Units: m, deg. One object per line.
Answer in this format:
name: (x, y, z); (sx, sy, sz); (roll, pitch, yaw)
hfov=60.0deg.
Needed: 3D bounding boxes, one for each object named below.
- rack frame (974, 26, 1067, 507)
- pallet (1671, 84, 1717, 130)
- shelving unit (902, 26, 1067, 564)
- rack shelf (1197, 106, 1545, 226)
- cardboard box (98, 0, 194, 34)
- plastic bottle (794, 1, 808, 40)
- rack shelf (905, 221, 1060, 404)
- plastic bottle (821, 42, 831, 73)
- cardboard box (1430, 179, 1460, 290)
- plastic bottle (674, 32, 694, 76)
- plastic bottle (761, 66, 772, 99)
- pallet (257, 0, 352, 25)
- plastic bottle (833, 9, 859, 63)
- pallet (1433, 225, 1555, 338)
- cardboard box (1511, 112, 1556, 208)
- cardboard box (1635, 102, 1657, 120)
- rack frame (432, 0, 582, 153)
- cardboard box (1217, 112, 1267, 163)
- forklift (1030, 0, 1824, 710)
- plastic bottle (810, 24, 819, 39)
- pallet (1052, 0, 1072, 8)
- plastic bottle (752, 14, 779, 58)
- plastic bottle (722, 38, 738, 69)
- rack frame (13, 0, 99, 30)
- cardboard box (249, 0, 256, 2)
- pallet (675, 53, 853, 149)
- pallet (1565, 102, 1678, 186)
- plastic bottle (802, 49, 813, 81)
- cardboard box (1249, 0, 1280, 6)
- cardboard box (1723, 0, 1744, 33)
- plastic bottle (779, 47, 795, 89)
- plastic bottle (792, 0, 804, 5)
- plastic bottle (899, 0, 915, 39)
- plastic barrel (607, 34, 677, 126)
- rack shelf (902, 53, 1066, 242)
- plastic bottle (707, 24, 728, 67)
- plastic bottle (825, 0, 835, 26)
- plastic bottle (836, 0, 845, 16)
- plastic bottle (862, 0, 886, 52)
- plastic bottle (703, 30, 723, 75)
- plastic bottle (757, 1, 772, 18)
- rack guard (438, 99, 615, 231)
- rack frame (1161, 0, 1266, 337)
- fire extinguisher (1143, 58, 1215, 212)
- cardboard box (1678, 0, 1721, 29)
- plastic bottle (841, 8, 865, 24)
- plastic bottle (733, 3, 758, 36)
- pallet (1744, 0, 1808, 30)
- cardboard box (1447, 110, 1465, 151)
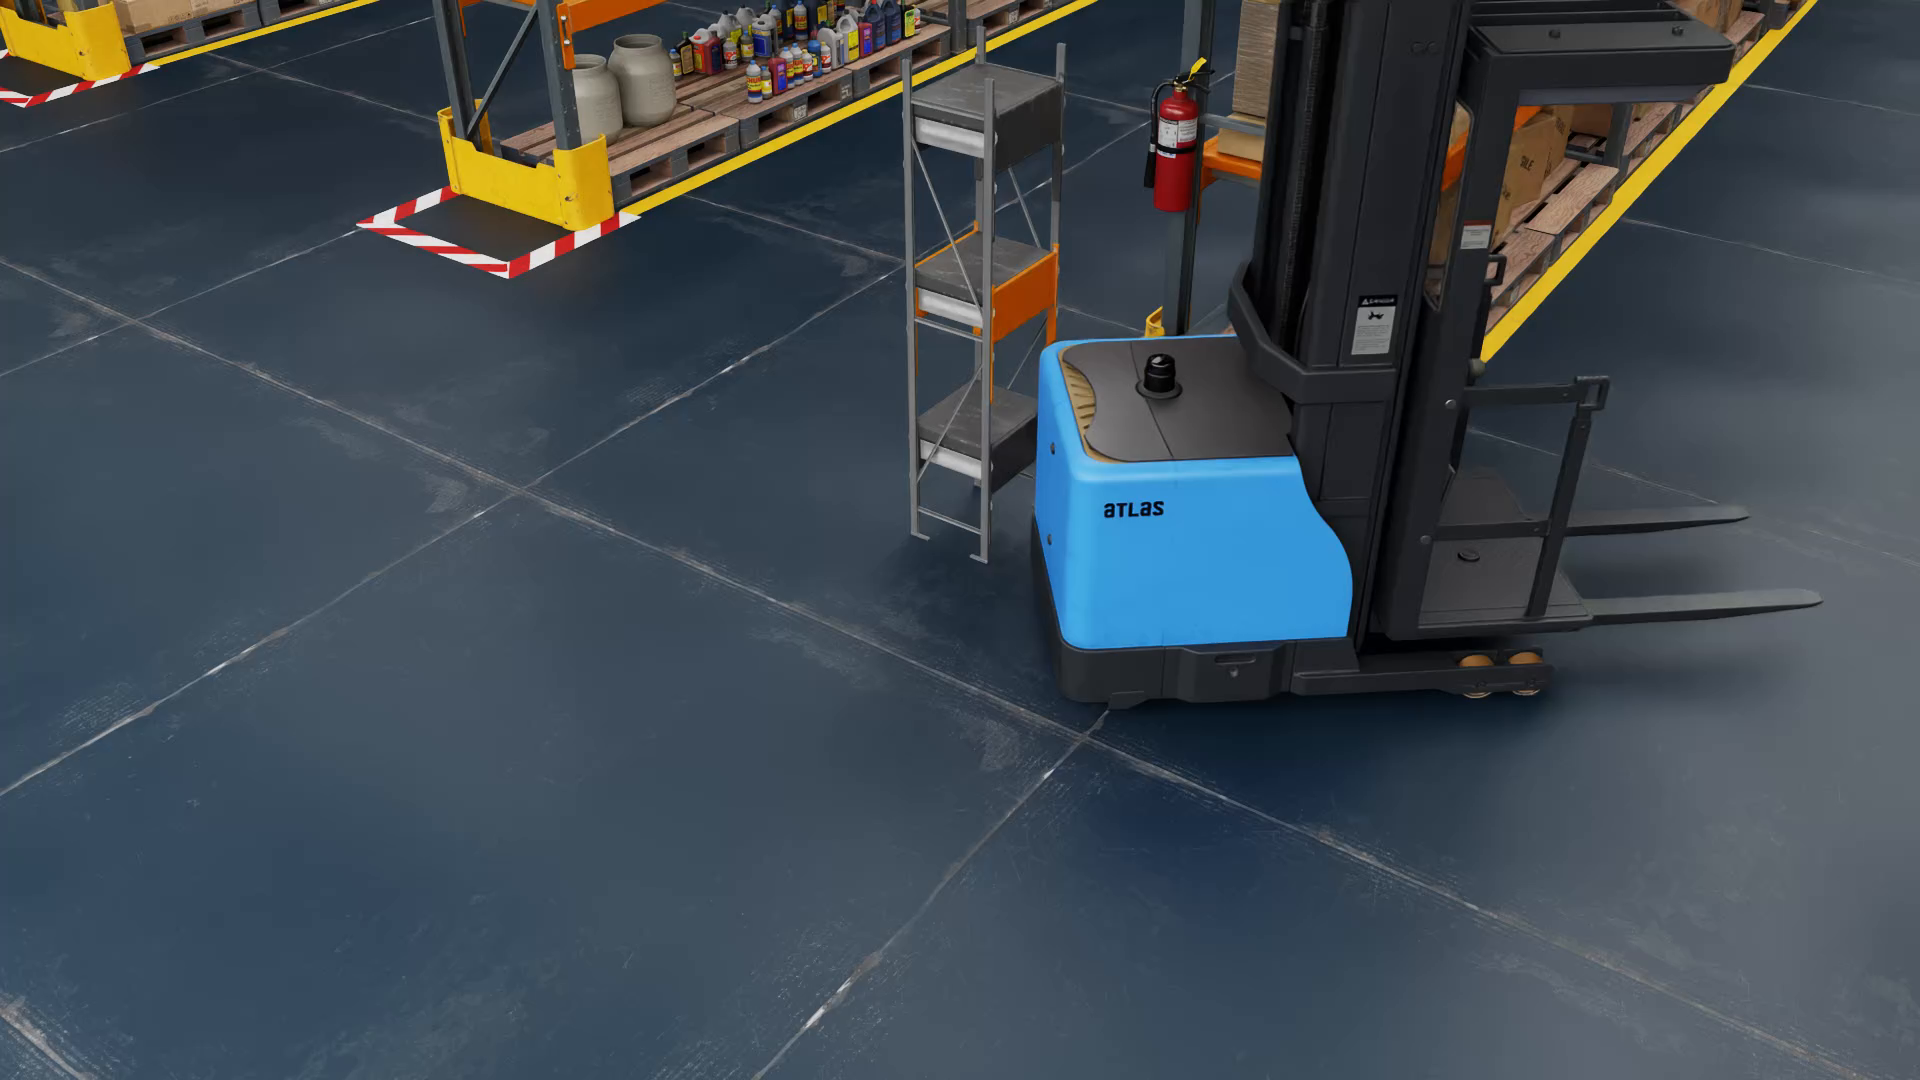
rack frame: (0.234, -1.058, 6.940); (0.400, 2.100, 0.015); (21, 39, 28)
pallet: (4.813, -3.327, 11.981); (1.003, 0.211, 1.213); (21, 39, 28)
shelving unit: (0.094, -0.946, 6.774); (0.431, 2.100, 0.503); (21, 39, 28)
rack shelf: (2.535, -2.341, 8.677); (1.077, 0.370, 4.000); (21, 39, 28)
cardboard box: (-6.253, -4.095, 12.708); (0.500, 0.250, 0.500); (21, 39, 28)
plastic bottle: (-1.178, -3.849, 12.307); (0.097, 0.271, 0.097); (0, 34, 0)
rack shelf: (0.094, -0.935, 6.782); (0.431, 0.518, 0.480); (21, 39, 28)
plastic bottle: (-0.958, -3.403, 11.709); (0.097, 0.201, 0.097); (0, 34, 0)
cardboard box: (2.450, -1.707, 8.954); (0.500, 0.500, 0.500); (25, 42, 32)
plastic bottle: (-1.936, -3.403, 11.636); (0.061, 0.283, 0.133); (22, 40, 29)
plastic bottle: (-1.326, -3.106, 11.271); (0.097, 0.201, 0.097); (0, 34, 0)
pallet: (-5.644, -4.654, 13.944); (1.003, 0.211, 1.213); (21, 39, 28)
plastic bottle: (-0.818, -3.601, 11.870); (0.144, 0.351, 0.185); (21, 39, 28)
pallet: (2.626, -1.520, 9.310); (1.003, 0.211, 1.213); (21, 39, 28)
cardboard box: (3.094, -2.261, 9.772); (0.500, 0.500, 0.500); (-23, 40, -30)
cardboard box: (4.330, -3.196, 11.136); (0.700, 0.500, 0.500); (21, 39, 28)
rack frame: (-2.674, -3.301, 9.453); (1.000, 3.000, 0.127); (21, 39, 28)
cardboard box: (1.387, -1.812, 7.476); (0.380, 0.149, 0.250); (21, 39, 28)
forklift: (1.841, -0.904, 5.970); (3.031, 2.935, 1.130); (-3, 34, -4)
plastic bottle: (-1.001, -3.534, 11.830); (0.061, 0.283, 0.133); (21, 39, 28)
pallet: (0.717, -4.924, 14.343); (1.003, 0.211, 1.213); (21, 39, 28)
plastic bottle: (-1.409, -3.638, 11.991); (0.152, 0.276, 0.135); (21, 39, 28)
plastic bottle: (-1.629, -3.449, 11.778); (0.097, 0.201, 0.097); (0, 34, 0)
rack frame: (-6.742, -4.885, 11.796); (1.000, 3.000, 0.127); (21, 39, 28)
cardboard box: (-5.686, -4.557, 13.390); (0.500, 0.250, 0.500); (21, 39, 28)
pallet: (-1.506, -3.127, 11.686); (1.003, 0.211, 1.213); (21, 39, 28)
pallet: (4.118, -2.763, 11.148); (1.003, 0.211, 1.213); (21, 39, 28)
plastic bottle: (-1.076, -3.308, 11.569); (0.097, 0.201, 0.097); (0, 34, 0)
cardboard box: (1.505, -2.630, 7.214); (0.500, 0.500, 0.500); (21, 39, 28)
cardboard box: (5.590, -4.233, 12.670); (0.700, 0.500, 0.500); (19, 38, 26)
plastic bottle: (-1.189, -3.245, 11.414); (0.097, 0.271, 0.097); (0, 34, 0)
plastic bottle: (-1.195, -3.988, 12.441); (0.144, 0.351, 0.185); (22, 40, 29)
plastic bottle: (-0.397, -3.872, 12.330); (0.061, 0.283, 0.133); (23, 41, 30)
plastic barrel: (-2.076, -3.002, 10.858); (0.421, 0.512, 0.421); (0, 34, 0)
rack shelf: (0.094, -1.515, 6.390); (0.431, 0.518, 0.480); (21, 39, 28)
plastic bottle: (-1.742, -3.511, 11.803); (0.152, 0.276, 0.135); (20, 39, 27)
plastic bottle: (-1.010, -4.001, 12.521); (0.061, 0.283, 0.133); (21, 39, 28)
plastic bottle: (-0.936, -4.187, 12.807); (0.097, 0.271, 0.097); (0, 34, 0)
plastic bottle: (-0.634, -3.750, 12.089); (0.144, 0.351, 0.185); (19, 39, 26)
plastic bottle: (-1.733, -3.417, 11.657); (0.061, 0.283, 0.133); (21, 39, 28)
plastic bottle: (-1.431, -3.810, 12.239); (0.061, 0.283, 0.133); (23, 40, 30)
rack guard: (-2.670, -2.315, 10.228); (1.175, 0.500, 0.348); (21, 39, 28)
rack frame: (1.394, -1.719, 7.114); (1.000, 3.000, 0.127); (21, 39, 28)
fire extinguisher: (0.951, -1.781, 7.275); (0.296, 0.674, 0.183); (21, 39, 28)
cardboard box: (4.967, -3.710, 11.897); (0.700, 0.500, 0.500); (25, 41, 32)
plastic bottle: (-0.770, -3.755, 12.163); (0.152, 0.276, 0.135); (21, 39, 28)
plastic bottle: (-1.545, -3.705, 12.023); (0.144, 0.351, 0.185); (21, 39, 28)
pallet: (6.467, -4.584, 13.840); (1.003, 0.211, 1.213); (21, 39, 28)
cardboard box: (2.066, -1.889, 7.590); (0.380, 0.149, 0.250); (21, 39, 28)
